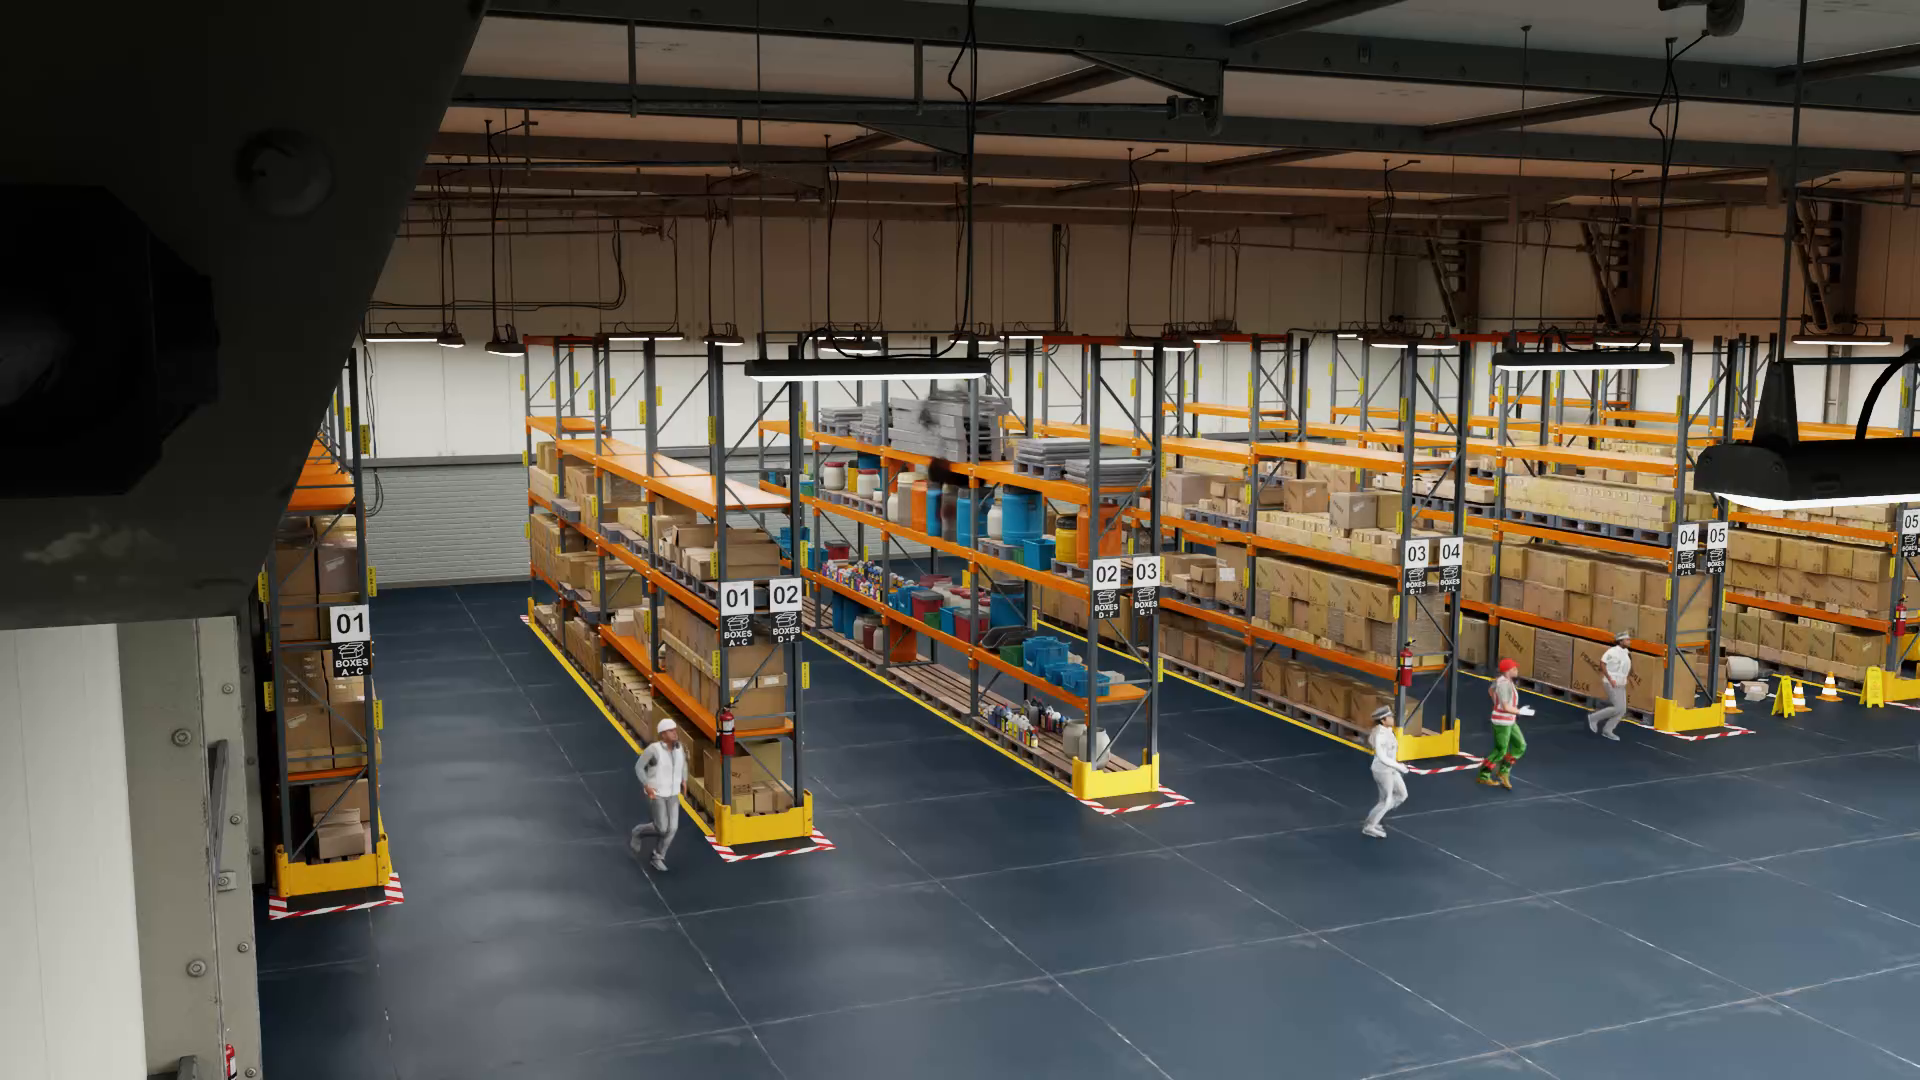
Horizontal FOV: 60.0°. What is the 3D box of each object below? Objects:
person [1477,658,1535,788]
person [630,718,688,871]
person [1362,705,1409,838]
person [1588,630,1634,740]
[{"bbox_3d":[7.381,2.488,22.437,0.712,1.817,0.685,3,8,23],"label":"person"},{"bbox_3d":[-3.465,2.939,19.415,0.586,1.748,0.678,7,10,42],"label":"person"},{"bbox_3d":[5.219,2.817,20.335,0.534,1.658,0.629,2,8,17],"label":"person"},{"bbox_3d":[9.939,2.177,25.278,0.643,1.646,0.528,-7,10,-43],"label":"person"}]
